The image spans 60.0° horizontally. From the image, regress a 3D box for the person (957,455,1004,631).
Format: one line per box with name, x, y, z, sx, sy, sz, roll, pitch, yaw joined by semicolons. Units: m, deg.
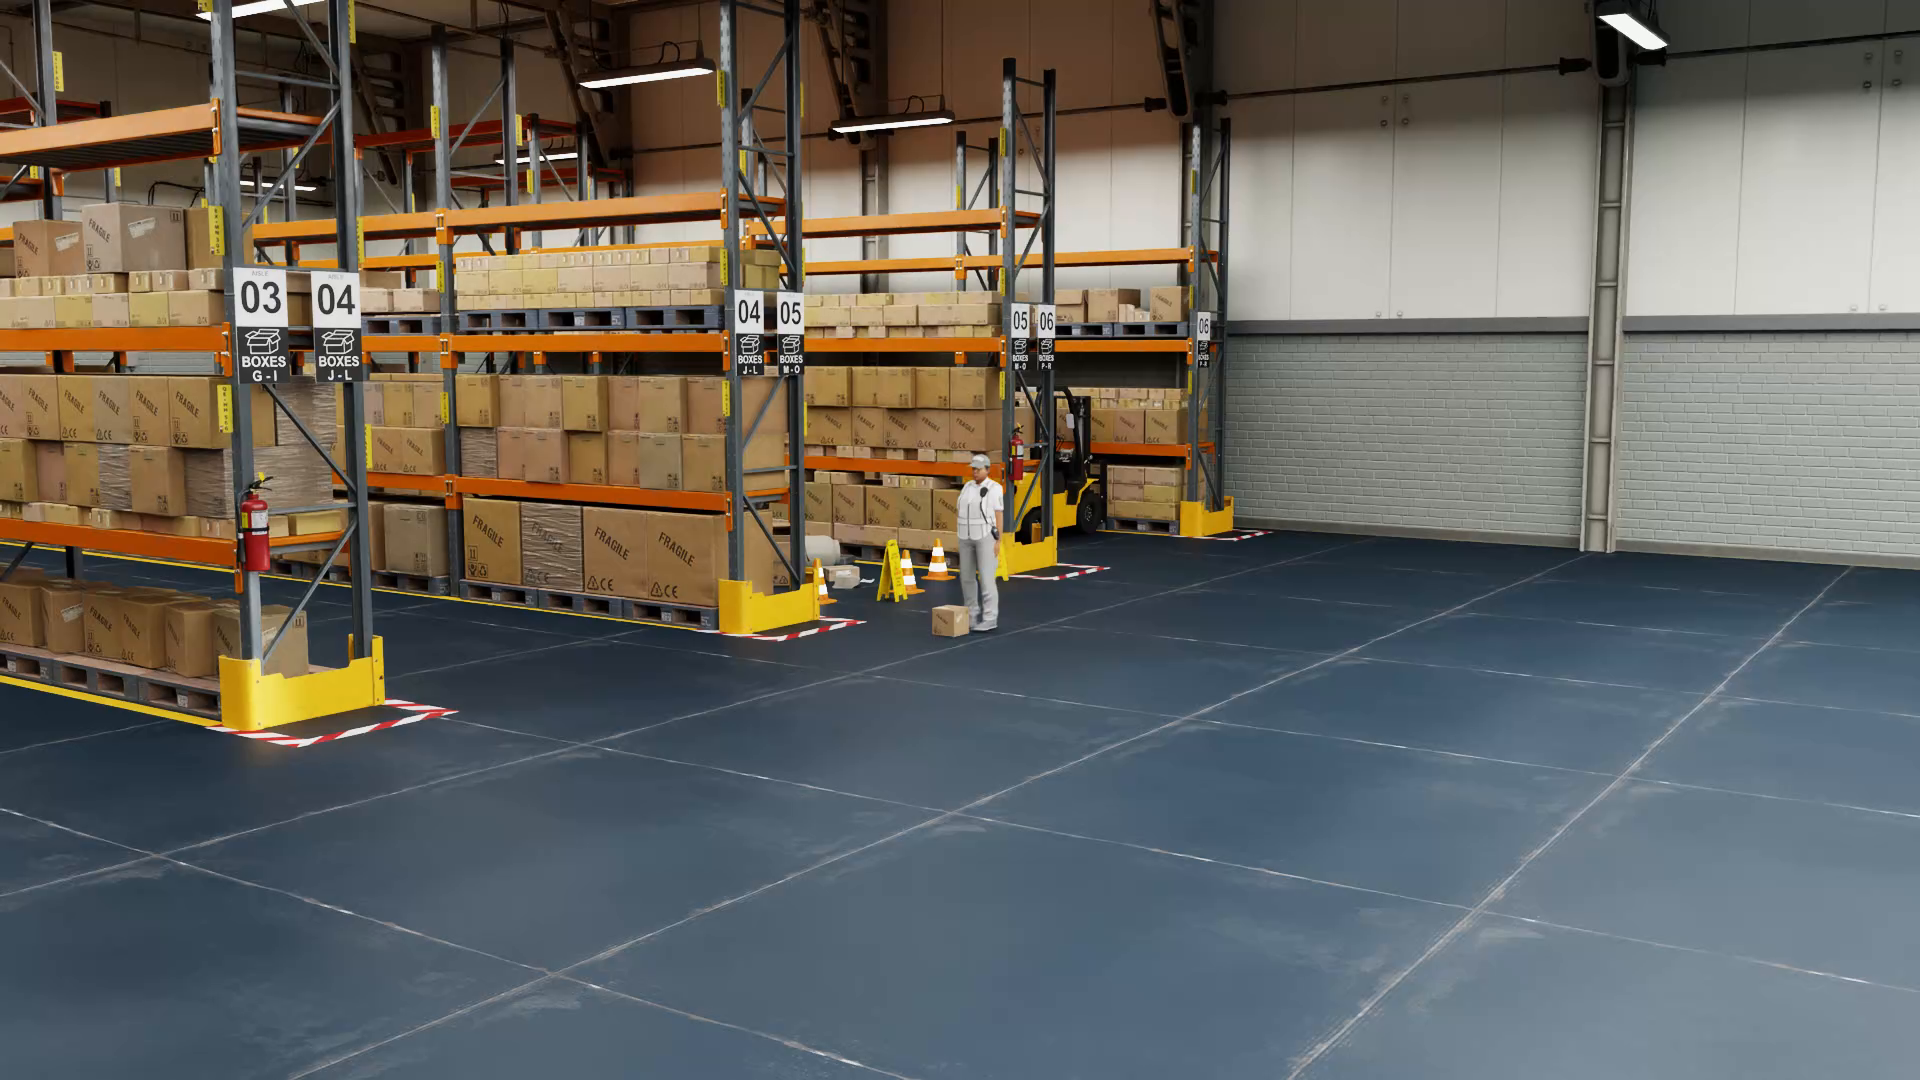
person;0.186;0.029;15.871;0.470;1.686;0.401;5;8;35
